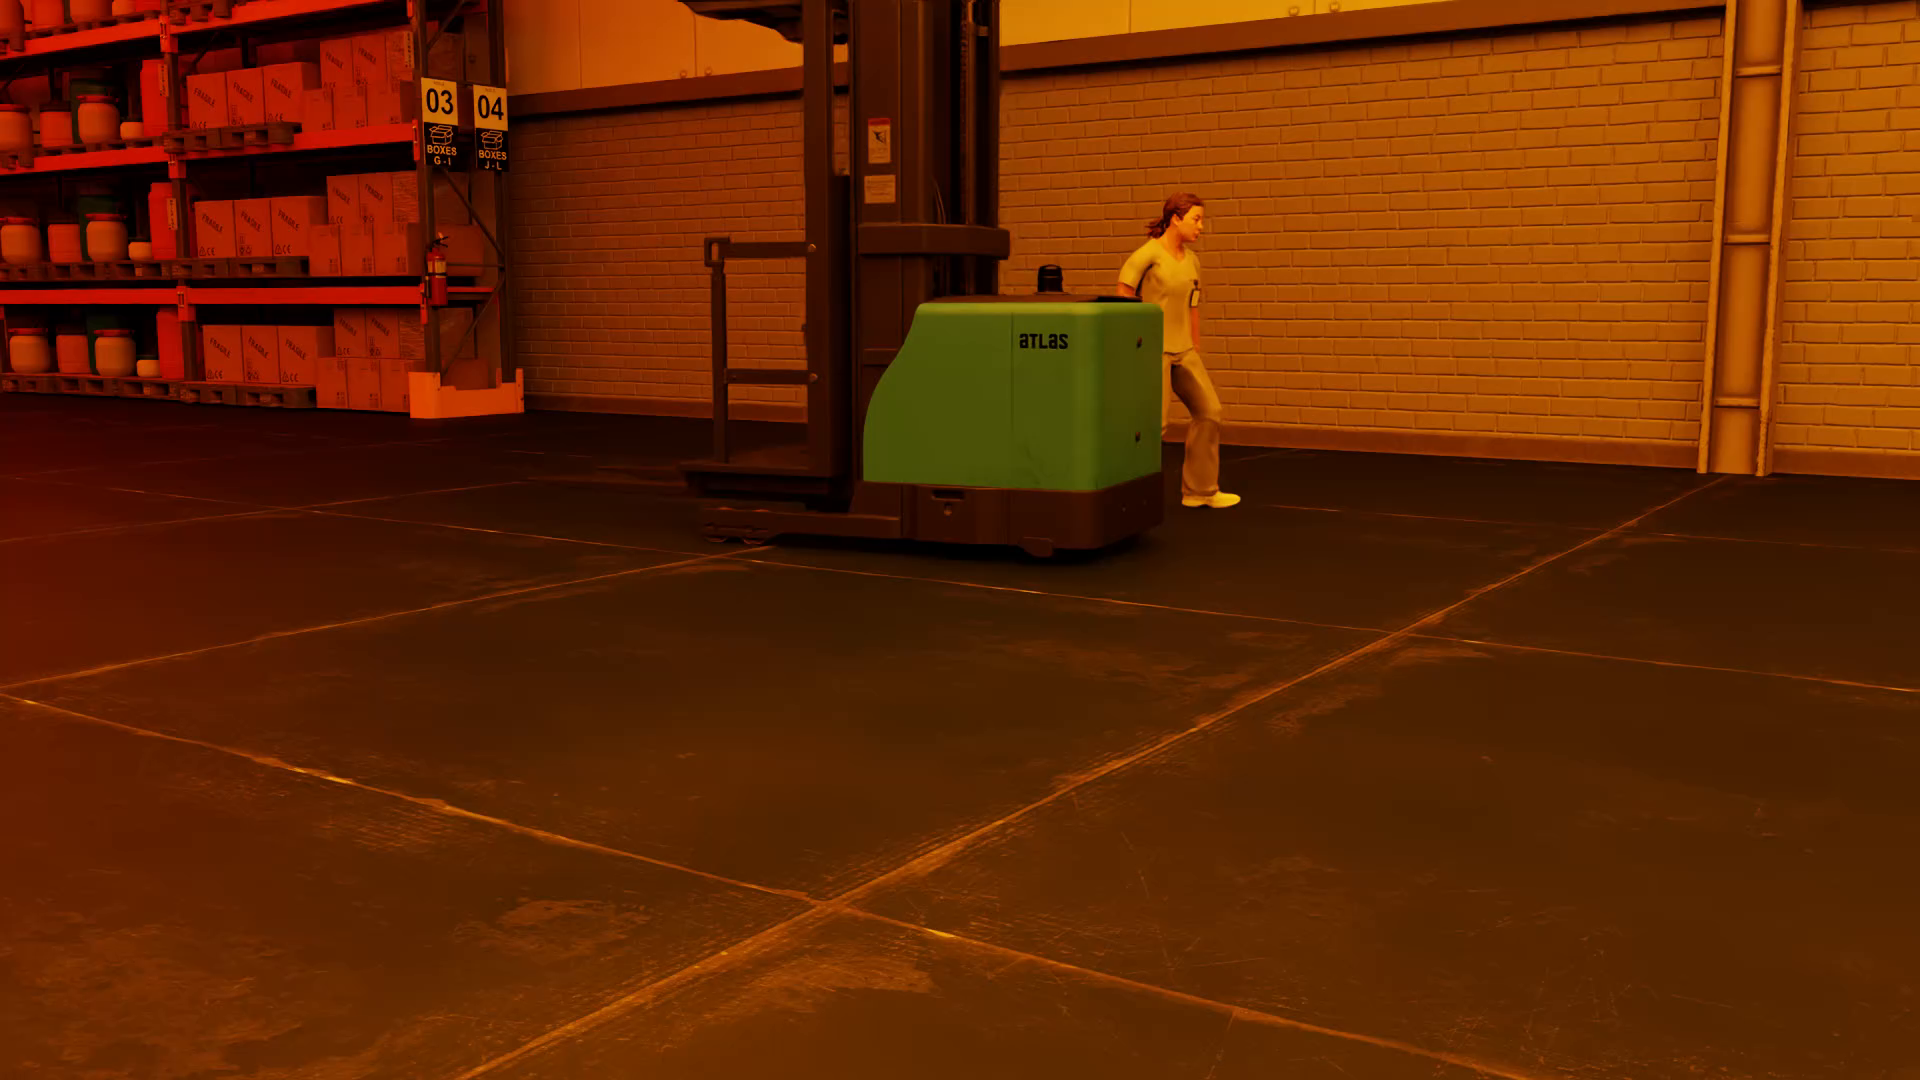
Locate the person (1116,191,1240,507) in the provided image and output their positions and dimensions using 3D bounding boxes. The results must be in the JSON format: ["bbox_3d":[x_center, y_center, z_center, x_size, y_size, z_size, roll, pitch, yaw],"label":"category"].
[{"bbox_3d":[1.070,-0.960,8.592,0.779,1.645,0.390,-6,10,-35],"label":"person"}]

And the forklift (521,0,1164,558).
[{"bbox_3d":[-0.629,-1.488,7.659,3.031,2.935,1.130,4,9,23],"label":"forklift"}]
